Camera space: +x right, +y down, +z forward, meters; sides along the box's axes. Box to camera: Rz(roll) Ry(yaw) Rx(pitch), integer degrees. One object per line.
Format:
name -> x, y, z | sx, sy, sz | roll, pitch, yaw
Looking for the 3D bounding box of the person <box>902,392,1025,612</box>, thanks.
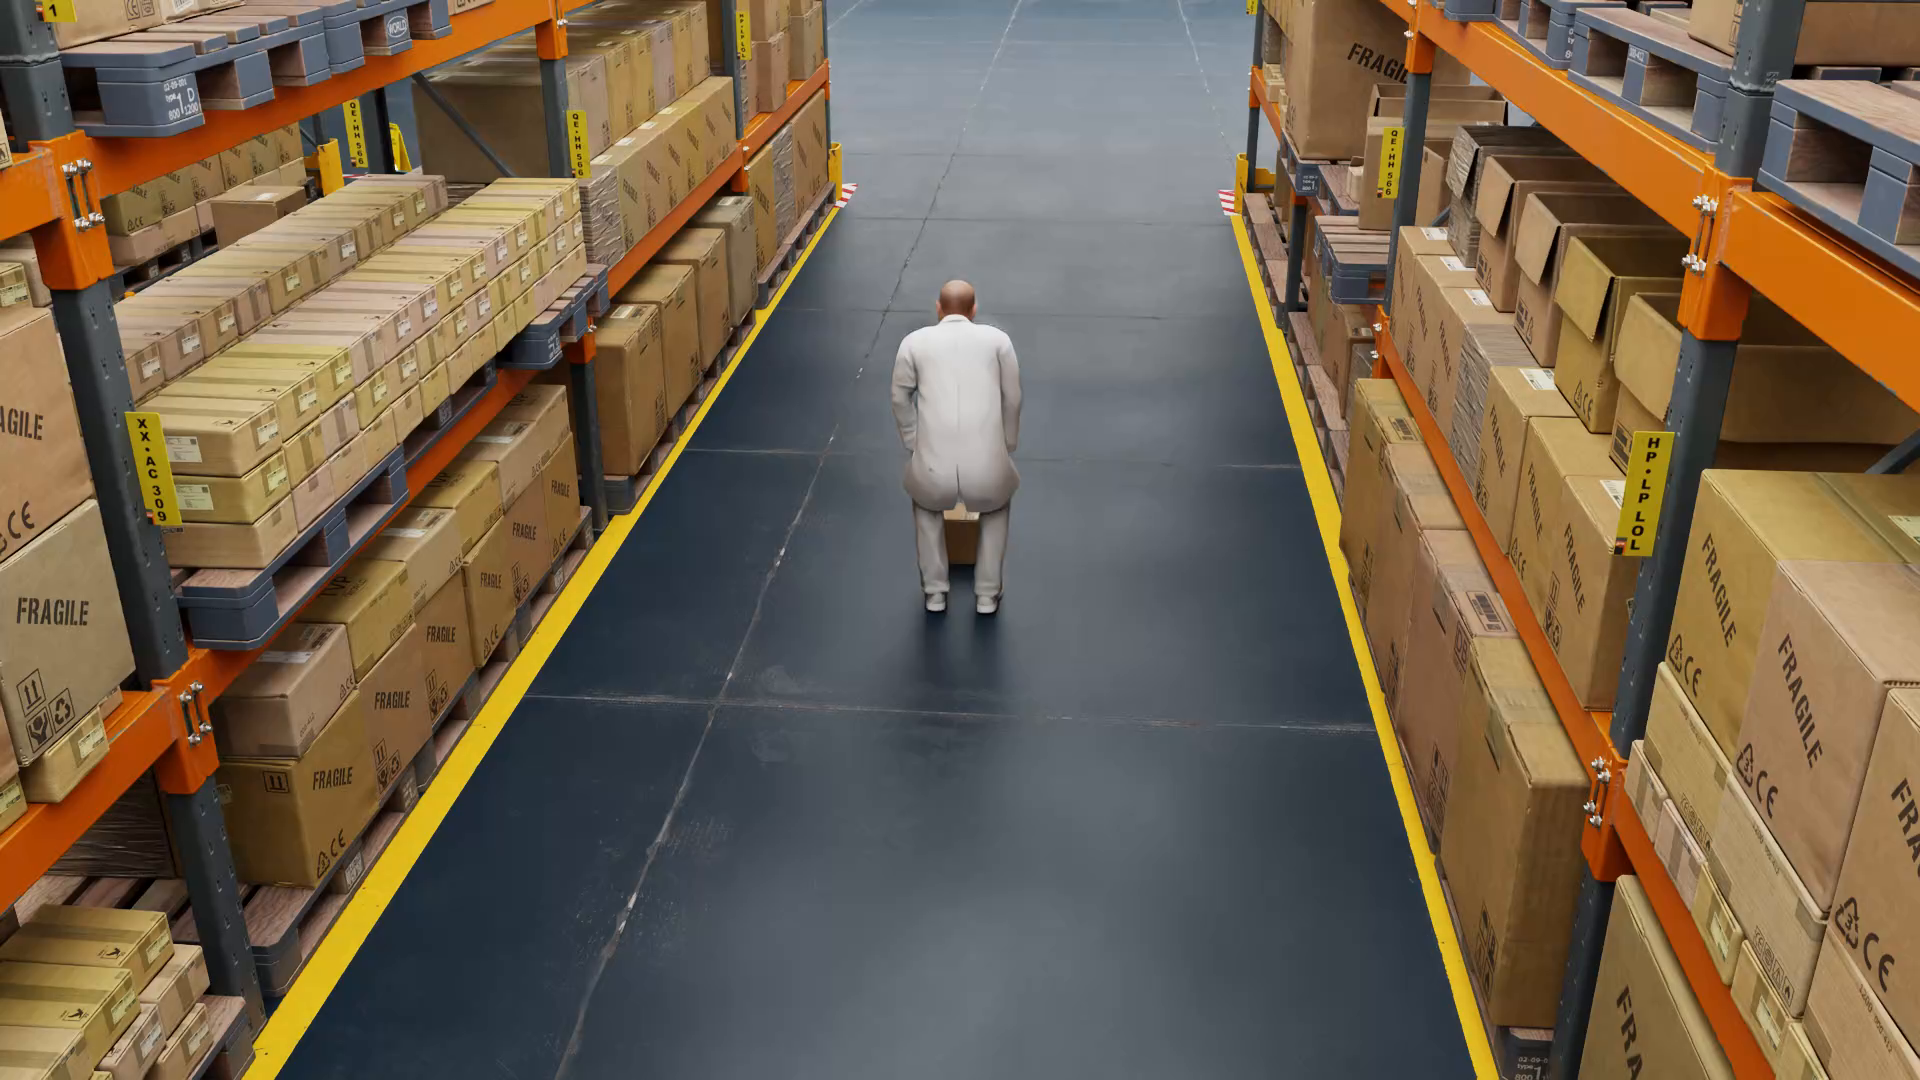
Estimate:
person -> 0.021, -0.262, 8.103 | 0.587, 1.039, 0.944 | 1, 24, 1
